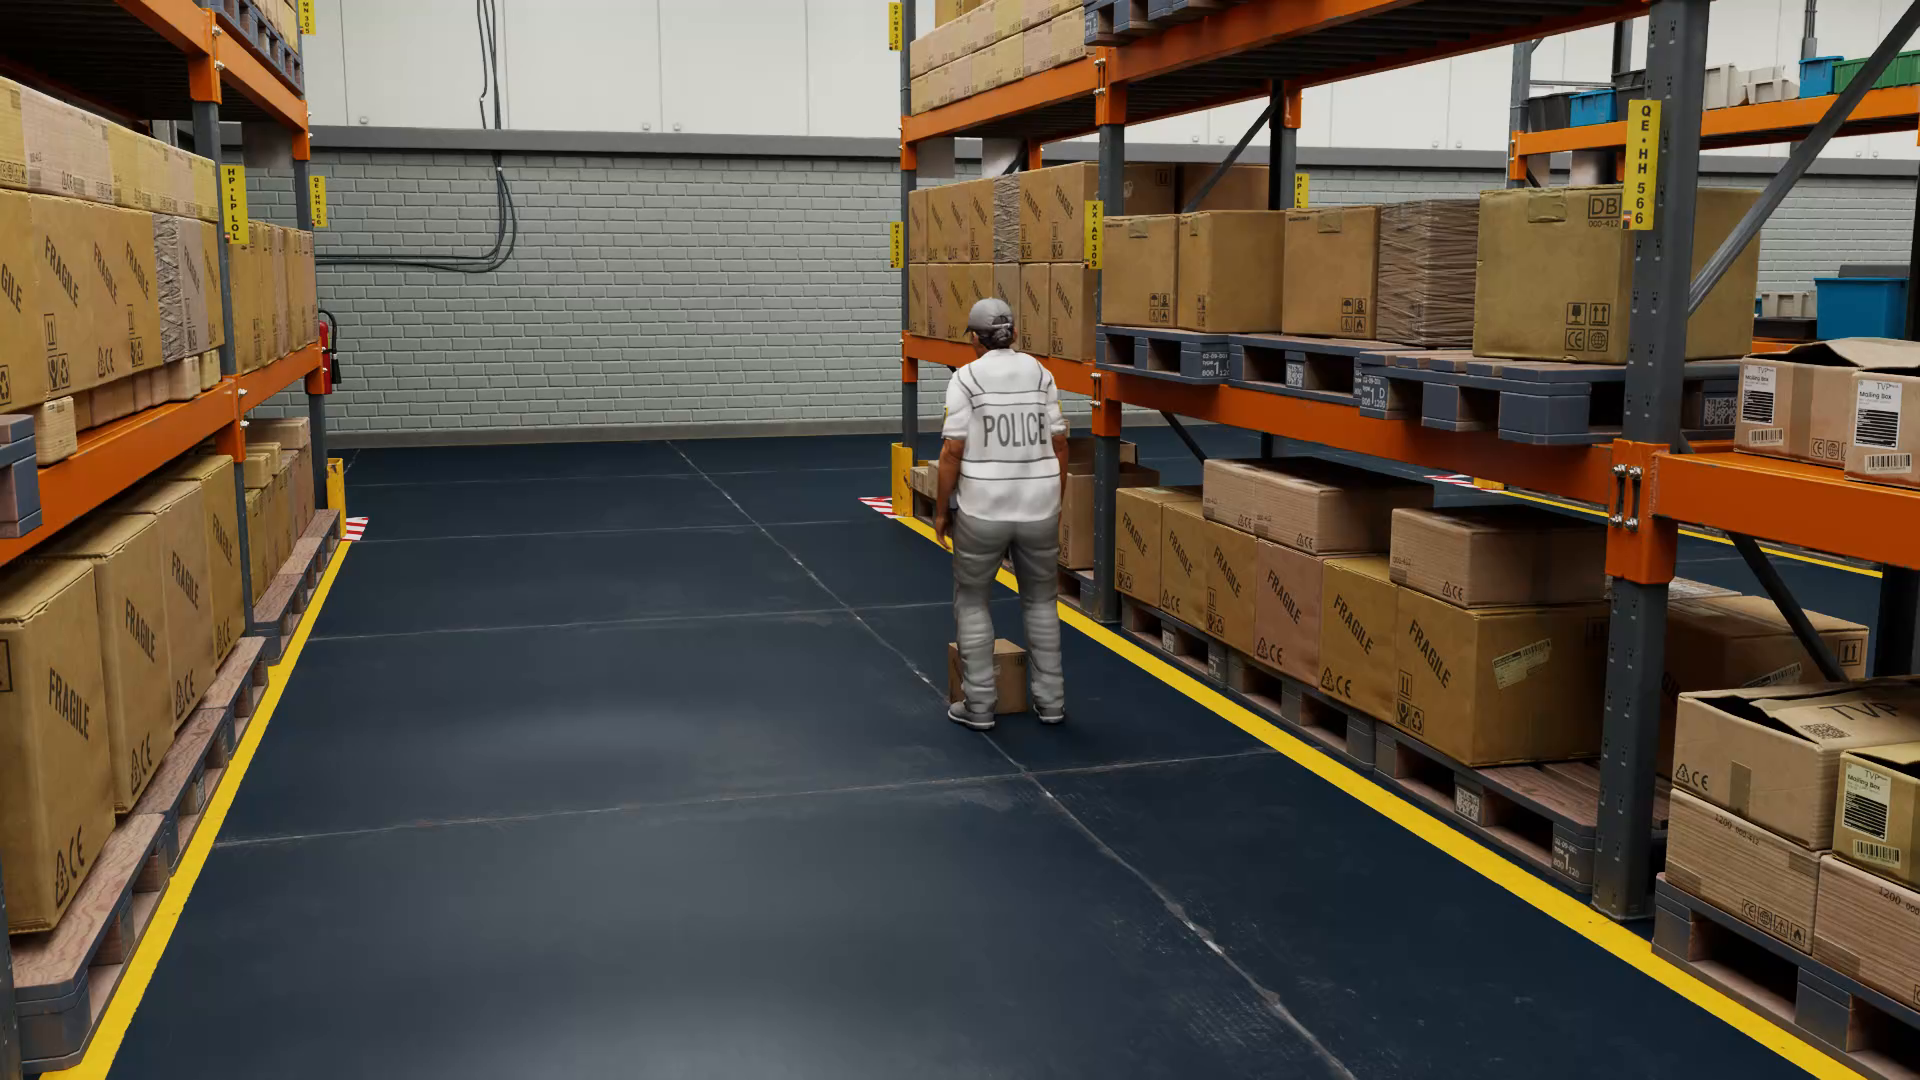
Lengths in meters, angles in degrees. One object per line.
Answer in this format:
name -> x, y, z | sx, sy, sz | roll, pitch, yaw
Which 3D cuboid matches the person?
person -> 0.172, -0.103, 6.481 | 0.563, 1.667, 0.463 | -3, 10, -18
